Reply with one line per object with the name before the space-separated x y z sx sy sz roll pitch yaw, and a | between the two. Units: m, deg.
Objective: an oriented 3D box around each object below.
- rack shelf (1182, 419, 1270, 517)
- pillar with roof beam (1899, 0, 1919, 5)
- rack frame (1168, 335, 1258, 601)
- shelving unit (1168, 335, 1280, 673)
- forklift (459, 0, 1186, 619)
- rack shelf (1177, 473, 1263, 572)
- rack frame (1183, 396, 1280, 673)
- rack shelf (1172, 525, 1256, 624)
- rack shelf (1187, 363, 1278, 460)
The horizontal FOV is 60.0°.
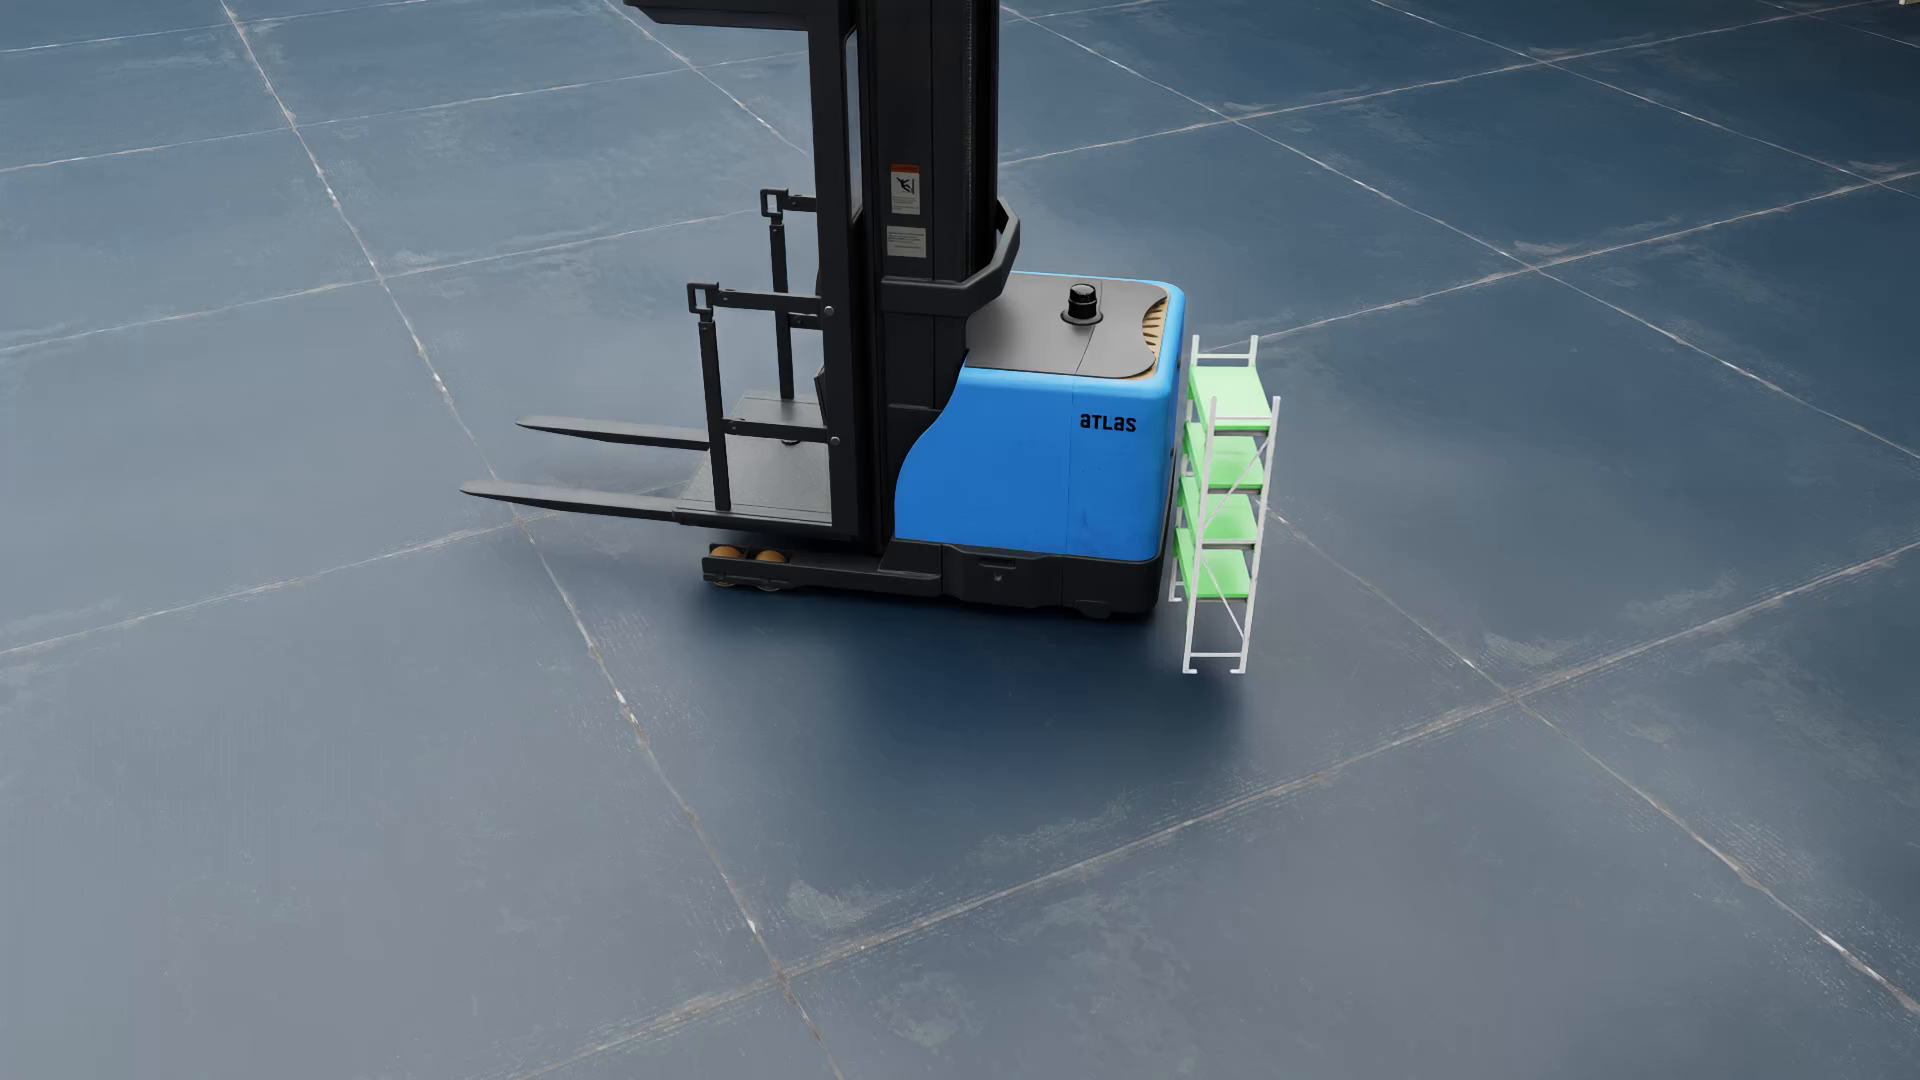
rack shelf | 0.990 -0.273 6.235 0.258 0.148 0.480 0 33 -1
pillar with roof beam | 4.510 -7.531 10.664 9.100 9.000 0.400 -16 36 -23
rack frame | 0.986 -0.256 6.535 0.240 1.200 0.015 0 33 -1
shelving unit | 0.988 -0.125 6.330 0.258 1.200 0.503 0 33 -1
forklift | -0.616 -1.294 6.553 3.031 2.935 1.130 6 33 9
rack shelf | 0.987 -0.071 6.364 0.258 0.148 0.480 0 33 -1
rack frame | 0.990 0.007 6.124 0.240 1.200 0.015 0 33 -1
rack shelf | 0.985 0.131 6.493 0.258 0.148 0.480 0 33 -1
rack shelf | 0.992 -0.475 6.105 0.258 0.148 0.480 0 33 -1
